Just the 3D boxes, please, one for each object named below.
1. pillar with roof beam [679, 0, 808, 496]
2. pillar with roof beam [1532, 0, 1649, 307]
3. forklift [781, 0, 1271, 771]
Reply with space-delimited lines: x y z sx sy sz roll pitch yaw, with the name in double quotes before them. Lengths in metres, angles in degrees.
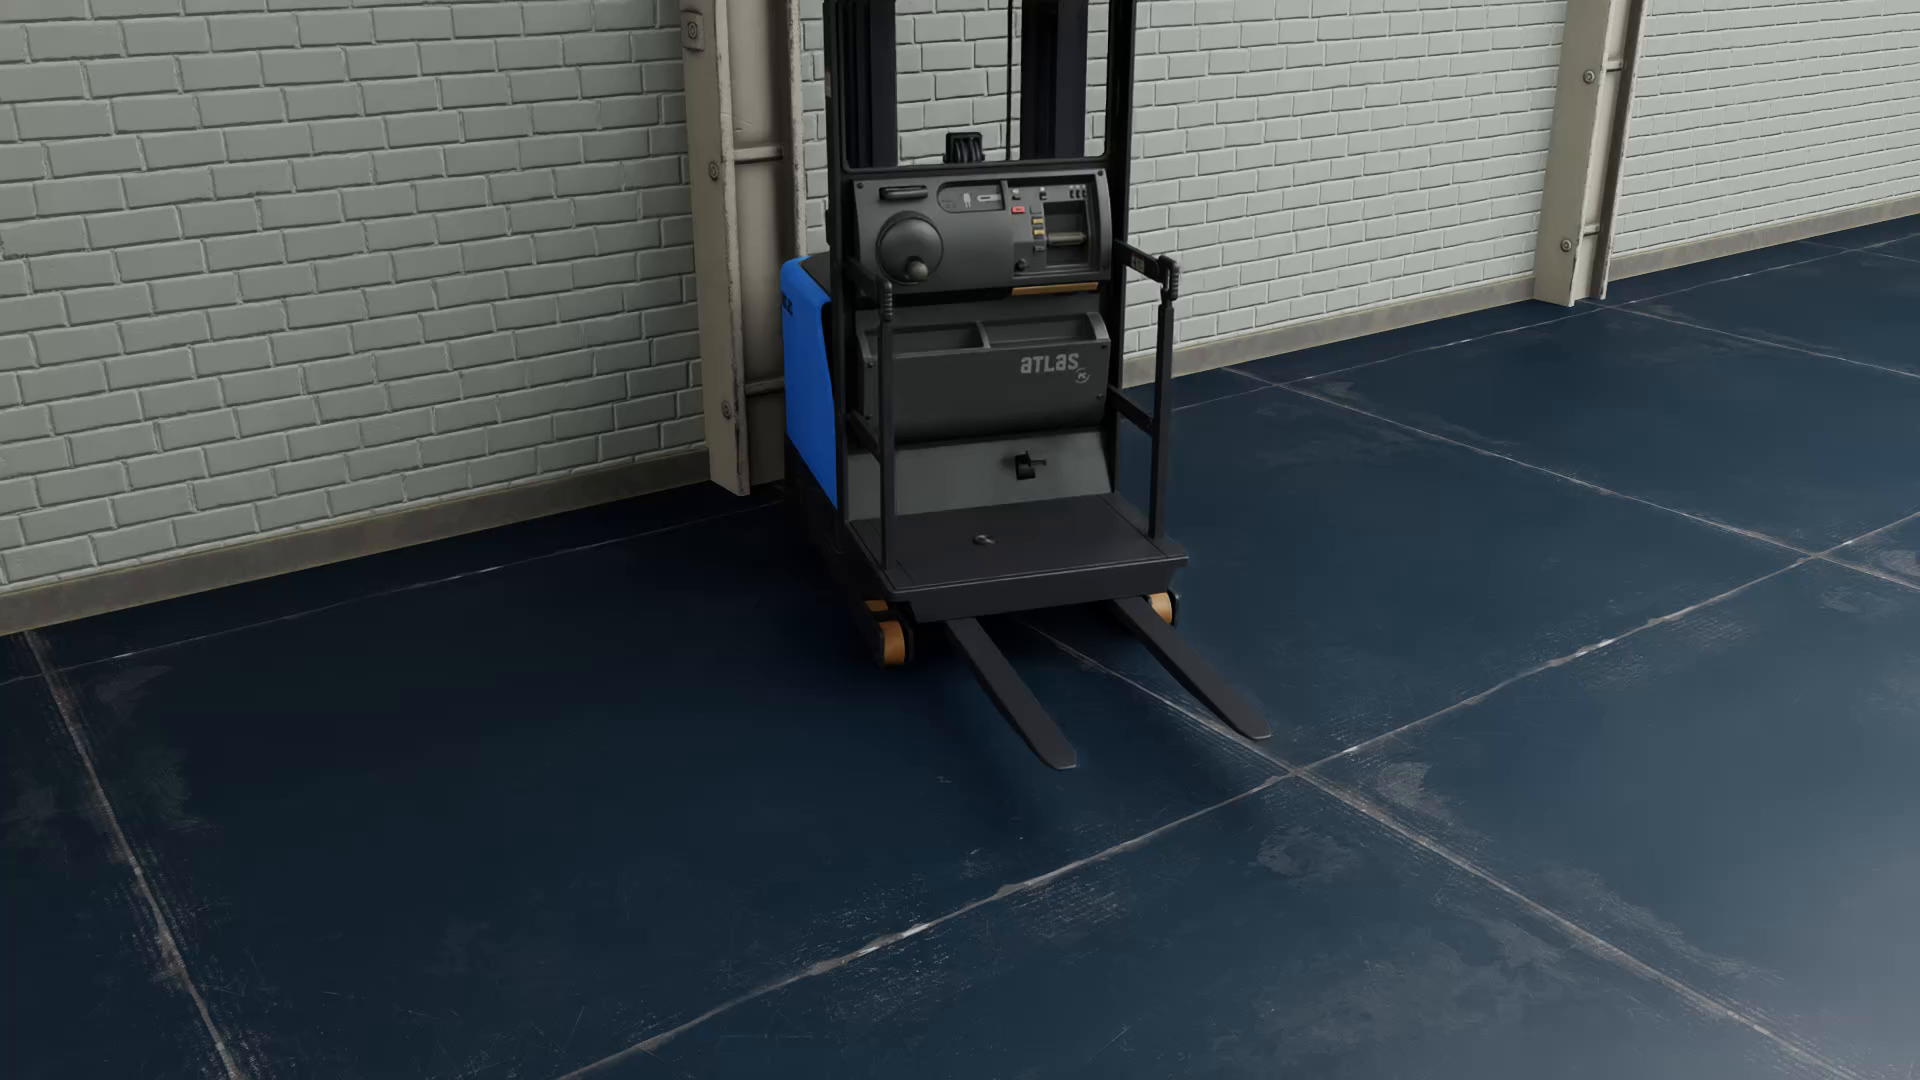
"pillar with roof beam" 1.608 -3.167 2.691 0.400 9.000 9.100 -15 26 -33
"pillar with roof beam" 6.478 -4.466 5.946 0.400 9.000 9.100 -15 26 -33
"forklift" 0.151 -1.081 5.651 1.130 2.935 3.031 -6 23 -16
